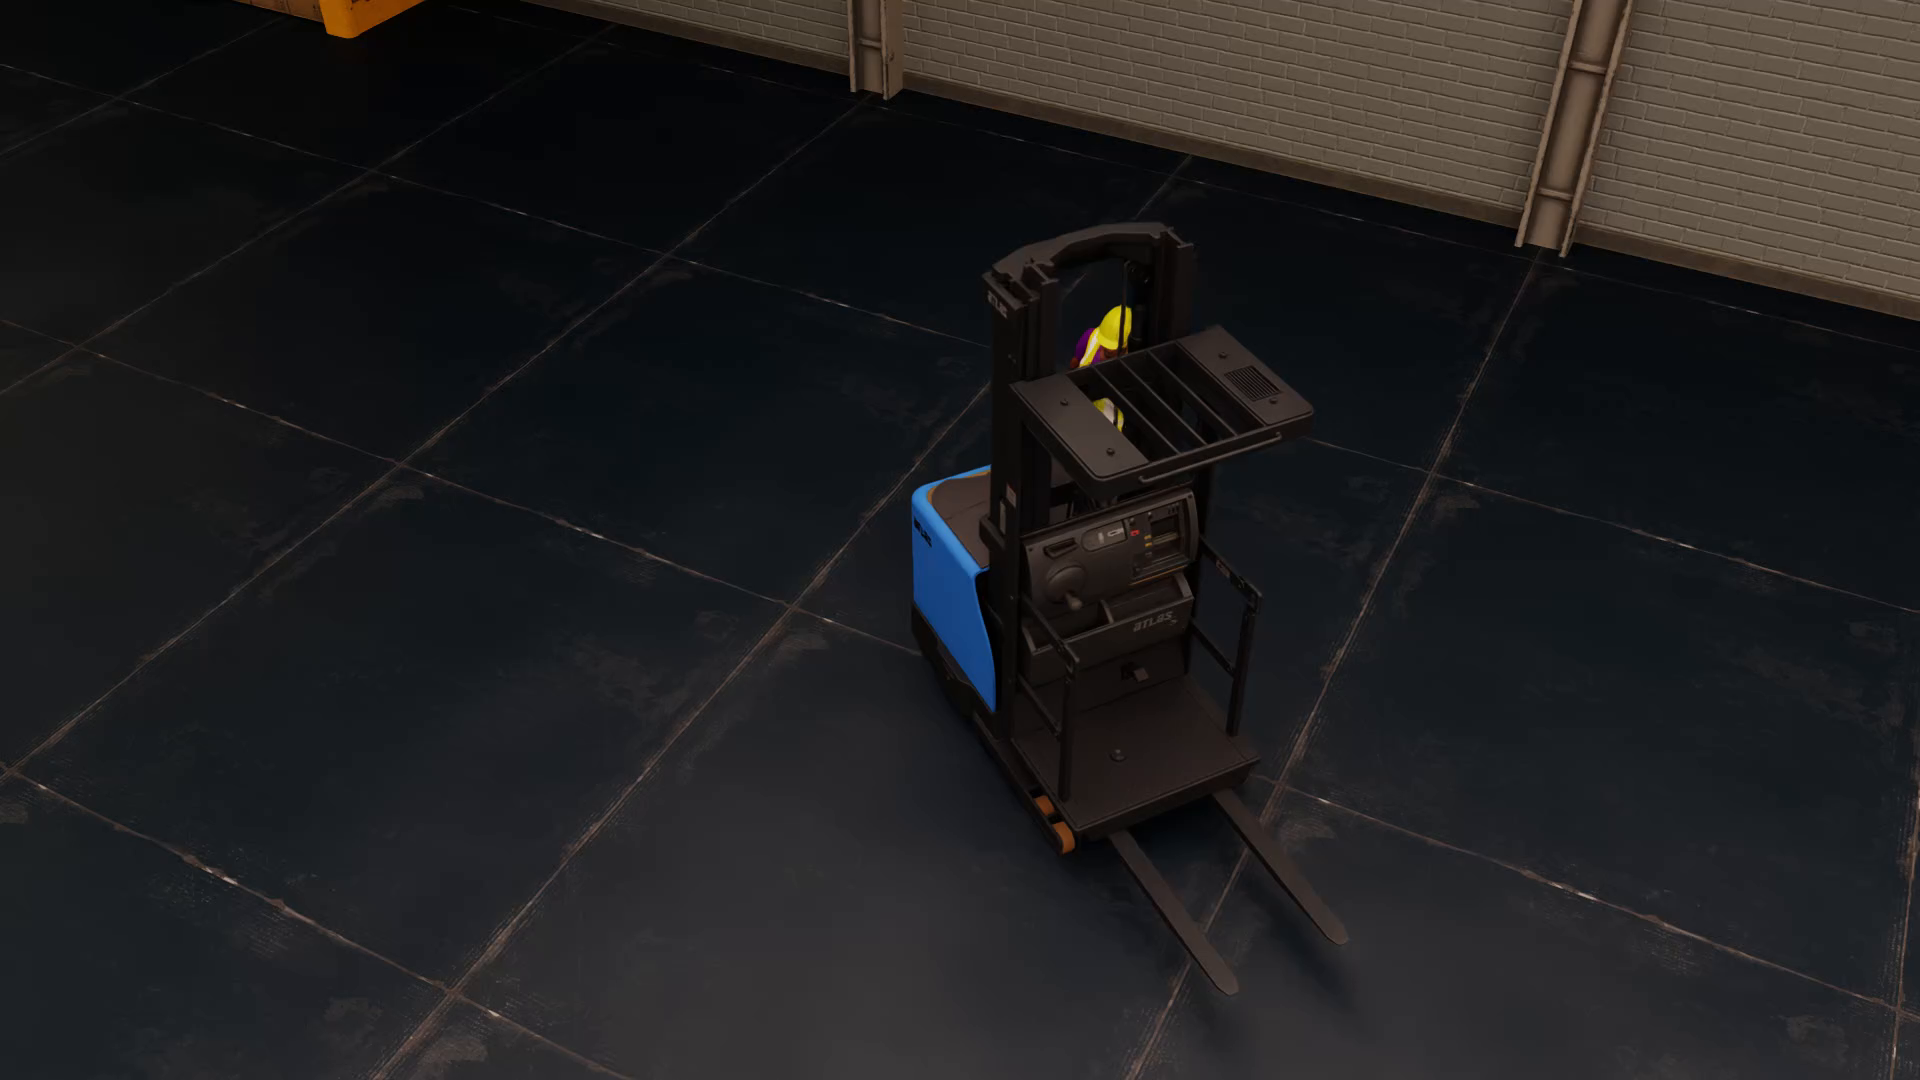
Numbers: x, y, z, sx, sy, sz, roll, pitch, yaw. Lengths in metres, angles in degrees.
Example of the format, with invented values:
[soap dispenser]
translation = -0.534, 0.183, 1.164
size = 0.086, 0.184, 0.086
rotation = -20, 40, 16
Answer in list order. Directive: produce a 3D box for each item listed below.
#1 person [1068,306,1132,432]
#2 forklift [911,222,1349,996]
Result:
[person]
translation = 0.875, -0.717, 9.826
size = 0.504, 1.720, 0.912
rotation = -25, 46, -27
[forklift]
translation = 0.831, 0.133, 7.829
size = 1.130, 2.935, 3.031
rotation = -18, 43, -20
